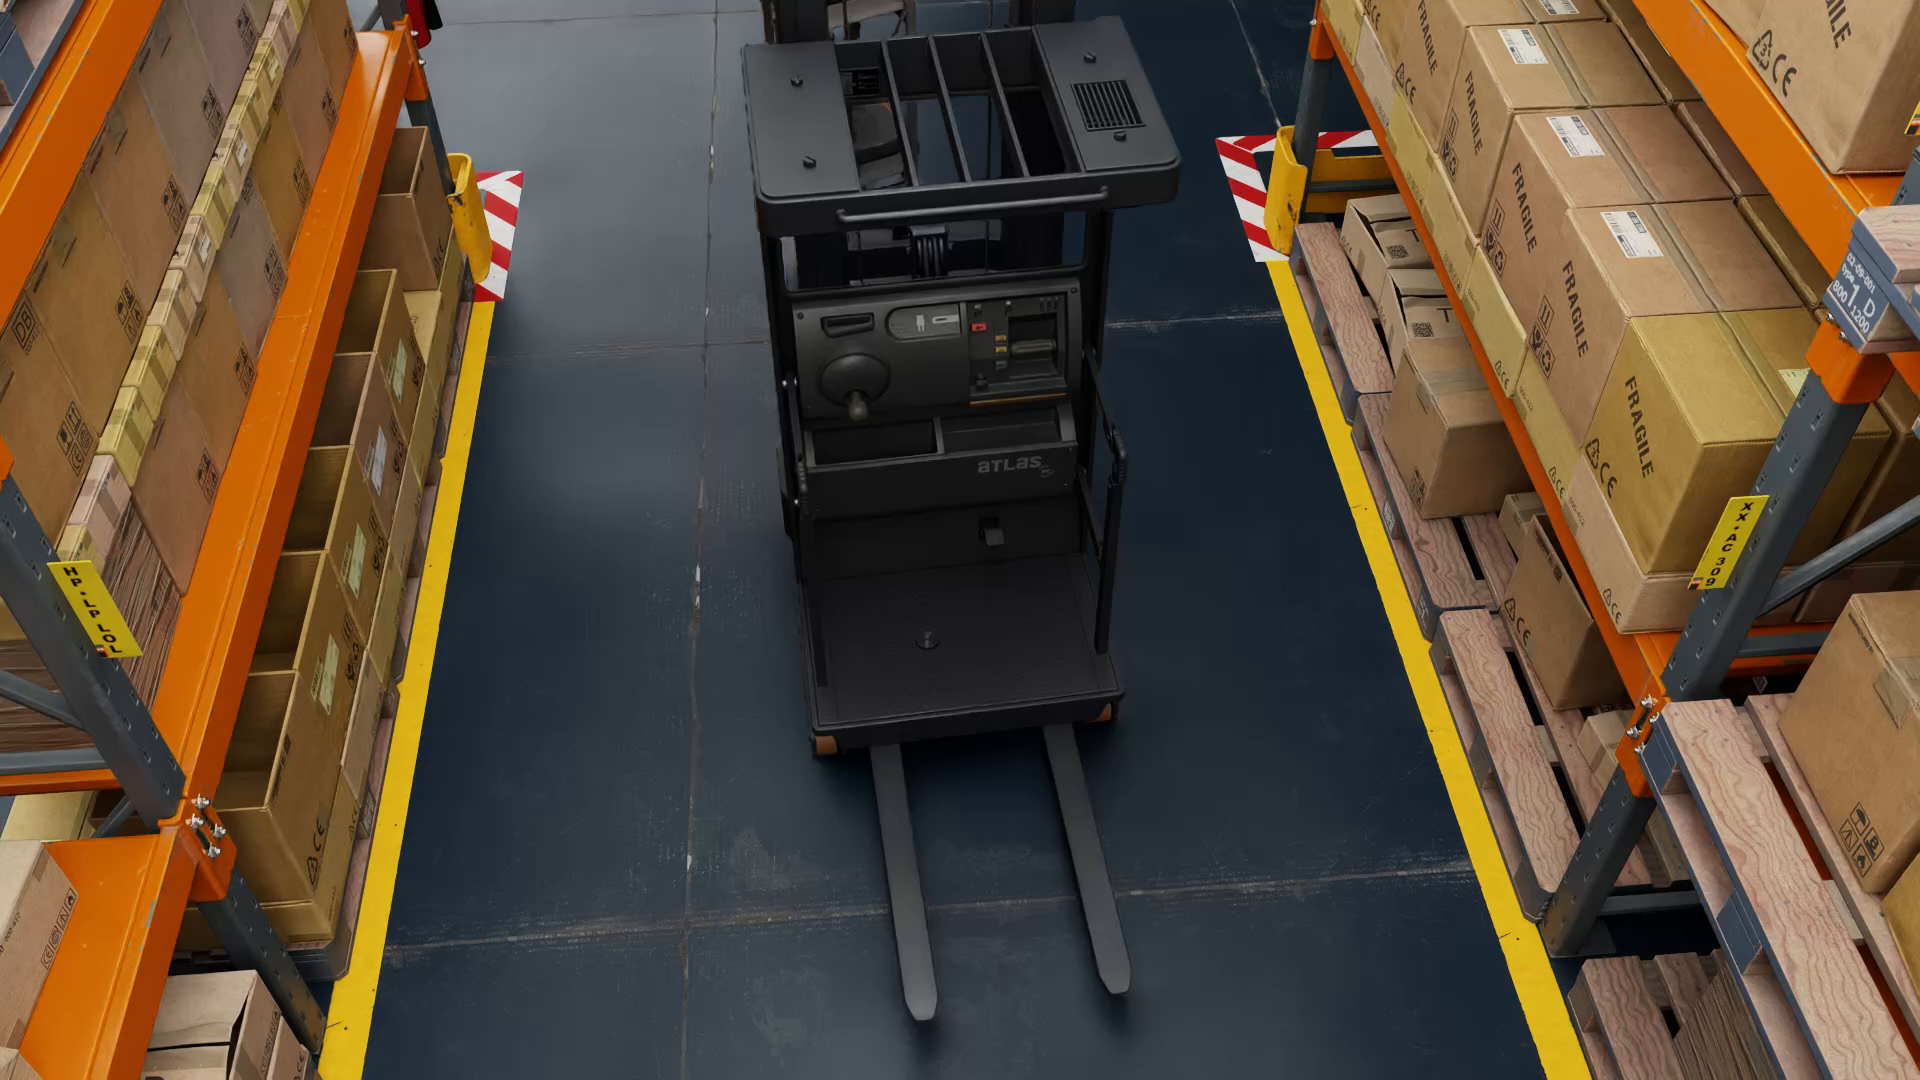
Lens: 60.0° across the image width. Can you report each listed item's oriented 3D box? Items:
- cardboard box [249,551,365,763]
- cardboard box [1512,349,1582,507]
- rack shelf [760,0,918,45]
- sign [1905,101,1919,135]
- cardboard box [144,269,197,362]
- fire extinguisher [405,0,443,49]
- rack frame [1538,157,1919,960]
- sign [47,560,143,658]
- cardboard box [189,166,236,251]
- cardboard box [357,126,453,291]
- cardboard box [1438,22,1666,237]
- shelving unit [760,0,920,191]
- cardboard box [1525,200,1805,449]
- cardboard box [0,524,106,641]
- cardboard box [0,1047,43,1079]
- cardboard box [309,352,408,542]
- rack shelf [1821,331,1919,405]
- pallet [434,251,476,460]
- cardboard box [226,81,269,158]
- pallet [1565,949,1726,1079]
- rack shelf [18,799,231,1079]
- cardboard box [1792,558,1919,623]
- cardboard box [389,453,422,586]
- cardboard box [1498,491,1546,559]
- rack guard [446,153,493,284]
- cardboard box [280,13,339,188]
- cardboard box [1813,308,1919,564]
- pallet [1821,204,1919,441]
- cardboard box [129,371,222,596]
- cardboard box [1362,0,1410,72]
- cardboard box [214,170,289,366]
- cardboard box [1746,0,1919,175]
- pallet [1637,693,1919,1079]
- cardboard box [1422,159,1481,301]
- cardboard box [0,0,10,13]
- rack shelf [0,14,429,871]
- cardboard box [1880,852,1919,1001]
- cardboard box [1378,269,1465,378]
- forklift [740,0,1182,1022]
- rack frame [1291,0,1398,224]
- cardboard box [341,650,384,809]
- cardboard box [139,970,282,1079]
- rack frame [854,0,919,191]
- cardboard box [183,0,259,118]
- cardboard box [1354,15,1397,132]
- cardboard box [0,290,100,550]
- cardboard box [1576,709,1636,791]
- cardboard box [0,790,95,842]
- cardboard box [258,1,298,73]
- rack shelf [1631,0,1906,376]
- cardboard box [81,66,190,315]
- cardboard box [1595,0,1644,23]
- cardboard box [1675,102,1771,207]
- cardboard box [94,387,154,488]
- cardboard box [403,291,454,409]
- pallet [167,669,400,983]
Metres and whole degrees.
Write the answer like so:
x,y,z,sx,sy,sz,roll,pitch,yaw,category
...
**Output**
x,y,z,sx,sy,sz,roll,pitch,yaw,category
-2.287,0.400,5.394,0.500,0.500,0.500,-3,47,-3,cardboard box
2.050,-0.372,5.126,0.500,0.250,0.500,-3,47,-3,cardboard box
-0.461,-2.009,6.260,0.431,0.518,0.480,-22,50,-20,rack shelf
1.885,-0.902,3.116,0.100,0.325,0.005,-3,47,-3,sign
-2.427,-0.630,4.765,0.380,0.149,0.250,-5,47,-5,cardboard box
-2.393,-2.409,7.019,0.296,0.674,0.183,-3,47,-3,fire extinguisher
2.425,0.269,4.430,1.000,3.000,0.127,-3,47,-3,rack frame
-1.971,0.161,3.788,0.100,0.325,0.005,-3,47,-3,sign
-2.473,-1.012,5.127,0.380,0.149,0.250,-4,47,-4,cardboard box
-2.504,-1.409,7.106,0.500,0.500,0.500,-3,47,-3,cardboard box
1.954,-1.370,5.554,0.500,0.500,0.500,-2,47,-2,cardboard box
-0.463,-1.536,6.758,0.431,2.100,0.503,-22,50,-20,shelving unit
2.030,-0.629,4.852,0.500,0.500,0.500,-4,47,-4,cardboard box
-2.340,0.109,4.066,0.380,0.149,0.250,-4,47,-3,cardboard box
-2.254,1.243,3.599,0.396,0.266,0.258,-5,47,-4,cardboard box
-2.365,-0.324,6.079,0.500,0.500,0.500,-3,47,-3,cardboard box
2.593,0.931,2.231,1.077,0.370,4.000,-3,47,-3,rack shelf
-2.740,-0.812,7.374,1.003,0.211,1.213,-3,47,-3,pallet
-2.514,-1.378,5.473,0.380,0.149,0.250,-2,47,-2,cardboard box
2.492,1.791,4.909,1.003,0.211,1.213,-3,47,-3,pallet
-2.343,2.267,3.033,1.077,0.370,4.000,-3,47,-3,rack shelf
2.600,-0.040,4.811,0.500,0.250,0.500,-3,47,-3,cardboard box
-2.369,-0.066,6.351,0.500,0.250,0.500,-3,47,-3,cardboard box
2.311,-0.061,6.402,0.380,0.149,0.250,-7,47,-6,cardboard box
-2.848,-1.480,7.807,1.175,0.500,0.348,-3,47,-3,rack guard
-2.770,-1.638,6.166,0.700,0.500,0.500,-2,47,-2,cardboard box
2.594,-0.297,4.539,0.500,0.500,0.500,-4,47,-4,cardboard box
2.371,-0.245,2.980,1.213,0.211,1.003,-3,47,-3,pallet
-2.605,-0.164,4.770,0.700,0.500,0.500,-4,47,-4,cardboard box
1.862,-2.117,6.262,0.500,0.500,0.500,-3,47,-3,cardboard box
-2.687,-0.898,5.465,0.700,0.500,0.500,-2,47,-2,cardboard box
2.137,-1.156,3.631,0.500,0.500,0.500,-2,47,-2,cardboard box
2.344,0.896,3.967,1.003,0.211,1.213,-3,47,-3,pallet
1.949,-1.099,5.814,0.500,0.250,0.500,-3,47,-3,cardboard box
-2.335,-1.392,3.612,0.500,0.311,0.500,-6,47,-5,cardboard box
-2.678,-0.627,5.774,1.077,0.370,4.000,-3,47,-3,rack shelf
2.474,0.858,3.500,0.700,0.500,0.500,1,47,1,cardboard box
2.106,-0.934,7.117,0.500,0.311,0.500,0,47,0,cardboard box
-0.032,-0.514,5.218,1.130,2.935,3.031,-6,47,-6,forklift
2.090,-2.626,7.171,1.000,3.000,0.127,-3,47,-3,rack frame
-2.284,0.657,5.666,0.500,0.250,0.500,-3,47,-3,cardboard box
-2.191,1.456,4.523,0.500,0.311,0.500,-3,47,-3,cardboard box
-0.343,-1.382,6.612,0.400,2.100,0.015,-22,50,-20,rack frame
-2.722,-1.681,5.313,0.700,0.500,0.500,-3,47,-3,cardboard box
1.873,-1.834,6.510,0.500,0.250,0.500,-5,47,-5,cardboard box
-2.554,-0.229,3.938,0.700,0.500,0.500,-3,47,-3,cardboard box
2.351,0.706,5.664,0.380,0.166,0.250,-9,47,-8,cardboard box
-2.767,1.051,5.293,0.500,0.250,0.500,-3,47,-3,cardboard box
-2.560,-1.758,5.833,0.380,0.149,0.250,-3,47,-3,cardboard box
2.258,-1.963,4.972,1.077,0.370,4.000,-3,47,-3,rack shelf
-2.639,-0.957,4.628,0.700,0.500,0.500,-4,47,-3,cardboard box
2.422,-1.772,5.935,0.500,0.500,0.500,-5,47,-4,cardboard box
2.518,-1.033,5.235,0.500,0.500,0.500,-2,47,-2,cardboard box
-2.385,-0.260,4.414,0.380,0.149,0.250,-5,47,-4,cardboard box
-2.452,-0.790,7.036,0.500,0.250,0.500,-3,47,-3,cardboard box
-2.535,0.953,5.702,1.003,0.211,1.213,-3,47,-3,pallet
